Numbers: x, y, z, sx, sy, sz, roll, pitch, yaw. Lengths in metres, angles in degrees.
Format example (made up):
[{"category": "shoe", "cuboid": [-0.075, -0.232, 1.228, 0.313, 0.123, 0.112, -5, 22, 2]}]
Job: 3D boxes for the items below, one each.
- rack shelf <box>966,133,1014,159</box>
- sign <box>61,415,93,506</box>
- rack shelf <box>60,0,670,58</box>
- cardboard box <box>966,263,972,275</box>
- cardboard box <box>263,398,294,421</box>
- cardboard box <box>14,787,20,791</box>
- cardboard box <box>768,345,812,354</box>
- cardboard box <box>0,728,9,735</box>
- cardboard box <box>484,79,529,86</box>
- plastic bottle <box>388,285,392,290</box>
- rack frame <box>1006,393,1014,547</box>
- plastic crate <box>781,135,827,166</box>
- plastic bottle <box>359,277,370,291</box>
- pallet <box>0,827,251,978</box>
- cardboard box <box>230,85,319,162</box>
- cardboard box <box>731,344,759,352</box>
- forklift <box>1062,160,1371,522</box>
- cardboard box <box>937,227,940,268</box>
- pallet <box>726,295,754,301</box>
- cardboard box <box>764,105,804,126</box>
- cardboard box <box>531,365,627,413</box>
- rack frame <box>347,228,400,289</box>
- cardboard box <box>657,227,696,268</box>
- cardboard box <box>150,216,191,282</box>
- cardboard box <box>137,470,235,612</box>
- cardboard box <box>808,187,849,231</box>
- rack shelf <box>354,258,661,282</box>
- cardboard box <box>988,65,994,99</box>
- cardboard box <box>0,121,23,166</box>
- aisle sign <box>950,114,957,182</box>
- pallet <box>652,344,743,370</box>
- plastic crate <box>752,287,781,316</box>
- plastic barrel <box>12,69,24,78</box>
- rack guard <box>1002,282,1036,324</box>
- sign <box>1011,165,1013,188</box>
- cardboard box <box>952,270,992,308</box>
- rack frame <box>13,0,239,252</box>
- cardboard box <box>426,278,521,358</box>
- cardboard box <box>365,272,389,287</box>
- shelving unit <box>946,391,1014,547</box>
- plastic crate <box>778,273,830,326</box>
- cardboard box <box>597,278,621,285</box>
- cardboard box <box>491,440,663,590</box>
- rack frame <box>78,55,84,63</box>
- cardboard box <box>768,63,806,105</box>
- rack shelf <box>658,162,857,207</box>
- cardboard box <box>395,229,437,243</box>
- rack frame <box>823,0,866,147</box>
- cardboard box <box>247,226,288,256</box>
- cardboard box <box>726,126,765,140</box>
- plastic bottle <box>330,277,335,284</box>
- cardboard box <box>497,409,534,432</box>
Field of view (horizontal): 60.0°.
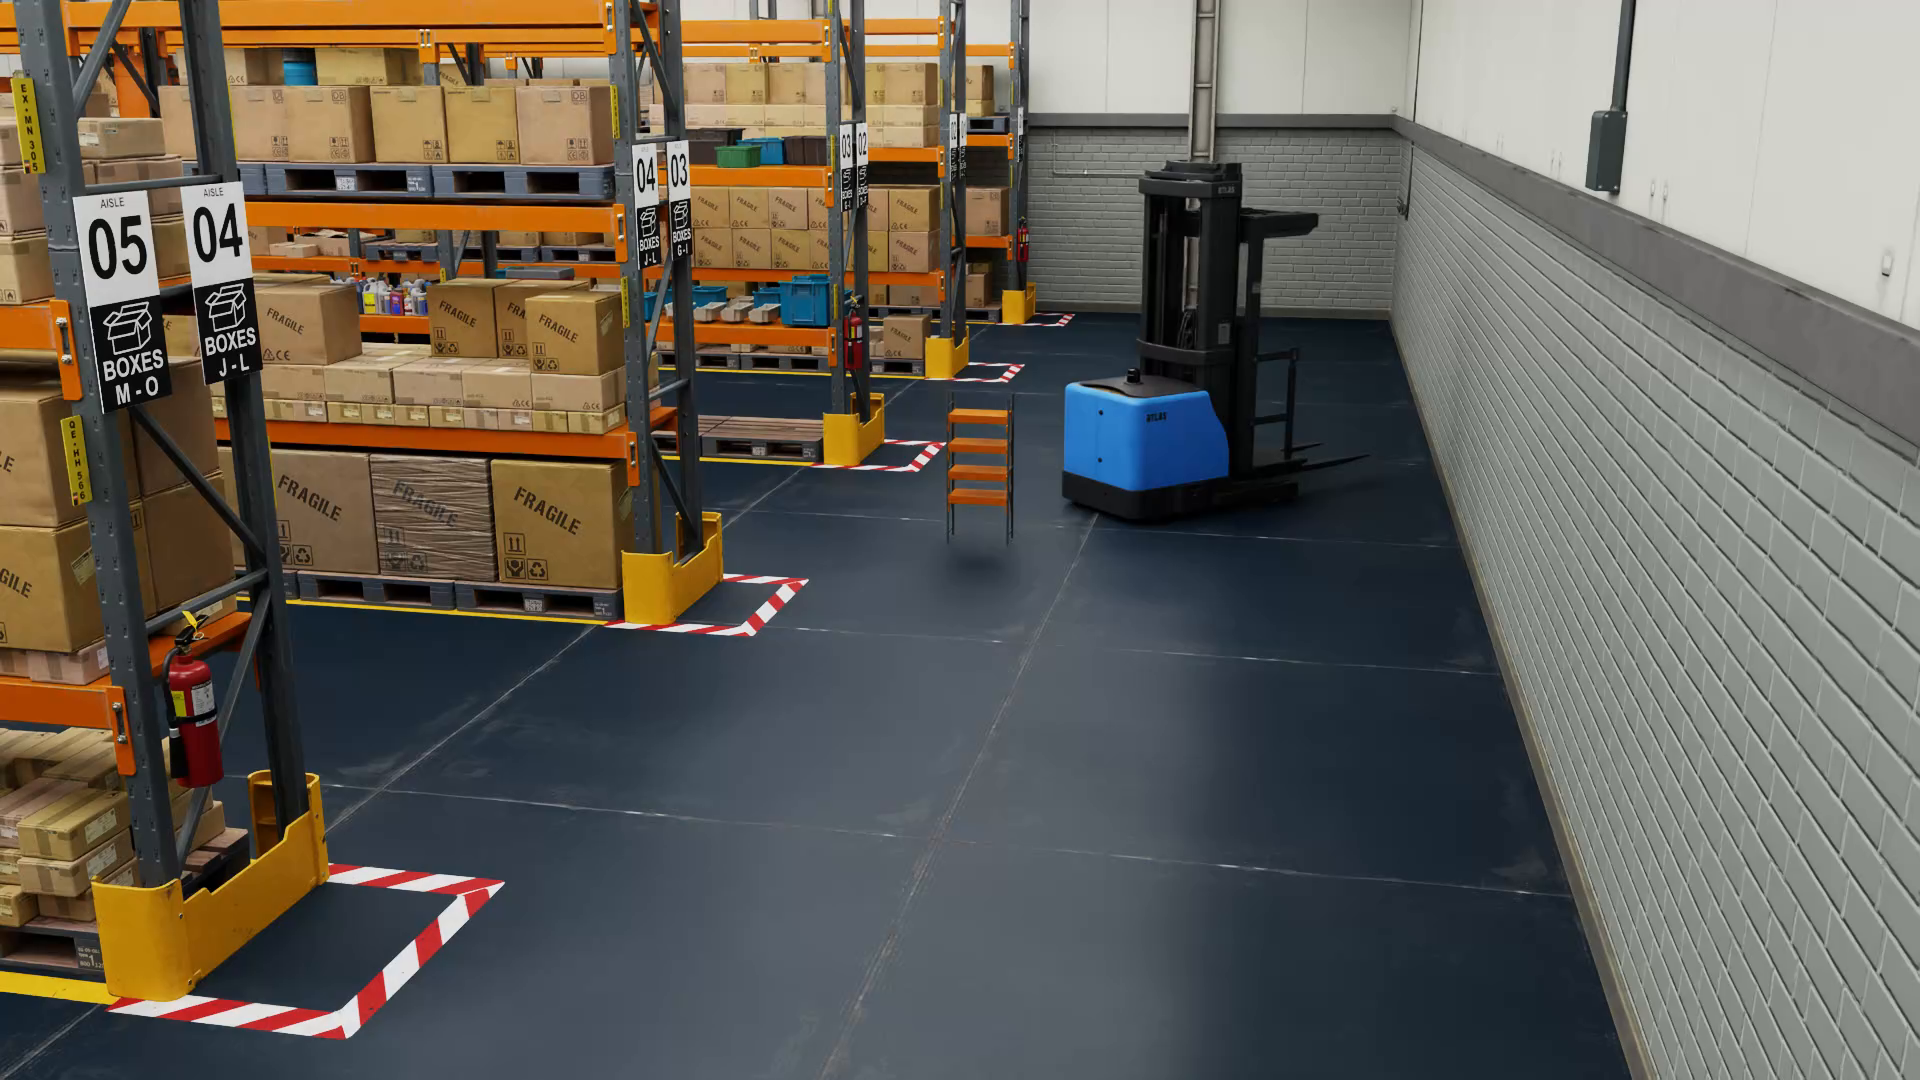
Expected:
[{"category": "rack shelf", "cuboid": [-1.061, -6.114, 25.672, 4.000, 0.370, 1.077, 3, 16, 11]}, {"category": "sign", "cuboid": [-3.280, -0.295, 6.177, 0.005, 0.325, 0.100, 3, 16, 11]}, {"category": "rack shelf", "cuboid": [-4.023, -3.479, 11.291, 4.000, 0.370, 1.077, 3, 16, 11]}, {"category": "cardboard box", "cuboid": [0.030, -4.189, 25.676, 0.250, 0.149, 0.380, 3, 16, 10]}, {"category": "cardboard box", "cuboid": [-4.734, -0.955, 11.791, 0.250, 0.149, 0.380, 3, 16, 10]}, {"category": "cardboard box", "cuboid": [-4.357, 1.143, 7.743, 0.250, 0.149, 0.380, 4, 16, 13]}, {"category": "cardboard box", "cuboid": [-2.163, -2.735, 21.600, 0.637, 0.503, 0.797, 3, 16, 11]}, {"category": "cardboard box", "cuboid": [-4.641, 1.000, 7.701, 0.250, 0.149, 0.380, 4, 16, 13]}, {"category": "cardboard box", "cuboid": [-5.791, -5.686, 21.618, 0.600, 0.600, 0.600, 2, 16, 9]}, {"category": "plastic bottle", "cuboid": [-6.031, -2.601, 17.635, 0.097, 0.201, 0.097, 0, 15, 0]}, {"category": "rack frame", "cuboid": [0.401, -0.556, 13.253, 0.015, 1.200, 0.240, 3, 16, 11]}, {"category": "plastic crate", "cuboid": [-1.397, -3.793, 16.190, 0.590, 0.269, 0.497, 3, 16, 11]}, {"category": "plastic bottle", "cuboid": [-6.114, -2.517, 17.050, 0.185, 0.351, 0.144, 3, 16, 11]}, {"category": "pallet", "cuboid": [-4.014, 1.558, 7.470, 1.213, 0.211, 1.003, 3, 16, 11]}, {"category": "cardboard box", "cuboid": [-4.677, -2.922, 11.643, 0.500, 0.500, 0.700, 4, 16, 14]}, {"category": "cardboard box", "cuboid": [-2.787, -2.549, 21.559, 0.250, 0.166, 0.380, 3, 16, 11]}, {"category": "forklift", "cuboid": [2.401, -1.845, 14.663, 3.031, 2.935, 1.130, -10, 18, -33]}, {"category": "cardboard box", "cuboid": [-0.467, -3.753, 21.234, 0.500, 0.500, 0.500, 3, 16, 12]}, {"category": "pallet", "cuboid": [-3.792, -3.799, 26.810, 1.213, 0.211, 1.003, 3, 16, 11]}, {"category": "cardboard box", "cuboid": [-2.110, -5.266, 20.609, 0.500, 0.250, 0.500, 3, 16, 11]}, {"category": "cardboard box", "cuboid": [-2.591, -1.048, 11.382, 0.500, 0.250, 0.500, 3, 16, 10]}, {"category": "rack frame", "cuboid": [-7.925, -4.038, 22.450, 0.127, 3.000, 1.000, 3, 16, 11]}, {"category": "cardboard box", "cuboid": [-3.560, -3.775, 21.313, 0.500, 0.500, 0.500, 4, 16, 13]}, {"category": "cardboard box", "cuboid": [-3.539, -1.193, 6.841, 0.500, 0.250, 0.500, 4, 16, 13]}, {"category": "cardboard box", "cuboid": [-3.535, -0.017, 7.188, 0.500, 0.500, 0.500, 4, 16, 14]}, {"category": "cardboard box", "cuboid": [-1.580, -4.147, 20.784, 0.500, 0.500, 0.500, 4, 16, 13]}, {"category": "rack shelf", "cuboid": [-5.965, -3.585, 22.162, 4.000, 0.370, 1.077, 3, 16, 11]}, {"category": "cardboard box", "cuboid": [0.231, -6.996, 25.411, 0.500, 0.500, 0.500, 2, 16, 9]}, {"category": "cardboard box", "cuboid": [-3.534, -1.476, 6.180, 0.250, 0.149, 0.380, 3, 16, 11]}, {"category": "aisle sign", "cuboid": [-0.079, -4.781, 20.264, 0.004, 0.787, 0.394, 3, 16, 11]}, {"category": "pallet", "cuboid": [-3.332, -2.444, 21.921, 1.213, 0.211, 1.003, 3, 16, 11]}, {"category": "plastic crate", "cuboid": [-1.897, -2.399, 16.735, 0.300, 0.233, 0.416, 3, 16, 11]}, {"category": "plastic barrel", "cuboid": [-9.677, -4.530, 17.668, 0.600, 0.901, 0.600, 0, 15, 0]}, {"category": "rack guard", "cuboid": [0.922, -3.702, 25.921, 0.348, 0.500, 1.175, 3, 16, 11]}, {"category": "sign", "cuboid": [0.777, -5.439, 24.896, 0.005, 0.325, 0.100, 3, 16, 11]}, {"category": "cardboard box", "cuboid": [0.193, -3.917, 25.910, 0.500, 0.500, 0.700, 3, 16, 11]}, {"category": "rack frame", "cuboid": [-3.150, -2.620, 6.093, 0.127, 3.000, 1.000, 3, 16, 11]}, {"category": "cardboard box", "cuboid": [-3.478, -1.602, 11.976, 0.500, 0.500, 0.500, 3, 16, 10]}, {"category": "cardboard box", "cuboid": [-9.620, -4.505, 27.994, 0.500, 0.500, 0.700, 3, 16, 10]}, {"category": "shelving unit", "cuboid": [0.162, -0.569, 13.300, 0.503, 1.200, 0.258, 3, 16, 11]}, {"category": "plastic crate", "cuboid": [-1.441, -2.332, 16.111, 0.499, 0.435, 0.616, 3, 16, 11]}, {"category": "cardboard box", "cuboid": [-5.389, -4.379, 26.920, 0.750, 0.750, 0.750, 3, 16, 11]}, {"category": "cardboard box", "cuboid": [-2.706, -0.213, 11.834, 0.875, 0.875, 0.875, 3, 16, 11]}, {"category": "rack frame", "cuboid": [-14.781, -8.651, 27.864, 0.127, 3.000, 1.000, 3, 16, 11]}, {"category": "cardboard box", "cuboid": [-2.047, -5.709, 20.804, 0.500, 0.500, 0.700, 3, 16, 11]}, {"category": "rack shelf", "cuboid": [-3.036, -3.522, 16.316, 4.000, 0.370, 1.077, 3, 16, 11]}, {"category": "cardboard box", "cuboid": [-7.285, -4.284, 22.366, 0.500, 0.500, 0.700, -2, 16, -8]}, {"category": "rack frame", "cuboid": [-1.076, -5.208, 15.435, 0.127, 3.000, 1.000, 3, 16, 11]}, {"category": "cardboard box", "cuboid": [-9.572, -4.171, 22.743, 0.500, 0.500, 0.500, 2, 16, 8]}, {"category": "cardboard box", "cuboid": [-2.599, -5.053, 20.777, 0.500, 0.250, 0.500, 3, 16, 11]}, {"category": "plastic bottle", "cuboid": [-6.711, -2.672, 17.759, 0.097, 0.271, 0.097, 0, 15, 0]}, {"category": "cardboard box", "cuboid": [-2.979, -0.860, 11.448, 0.250, 0.149, 0.380, 3, 16, 11]}]
